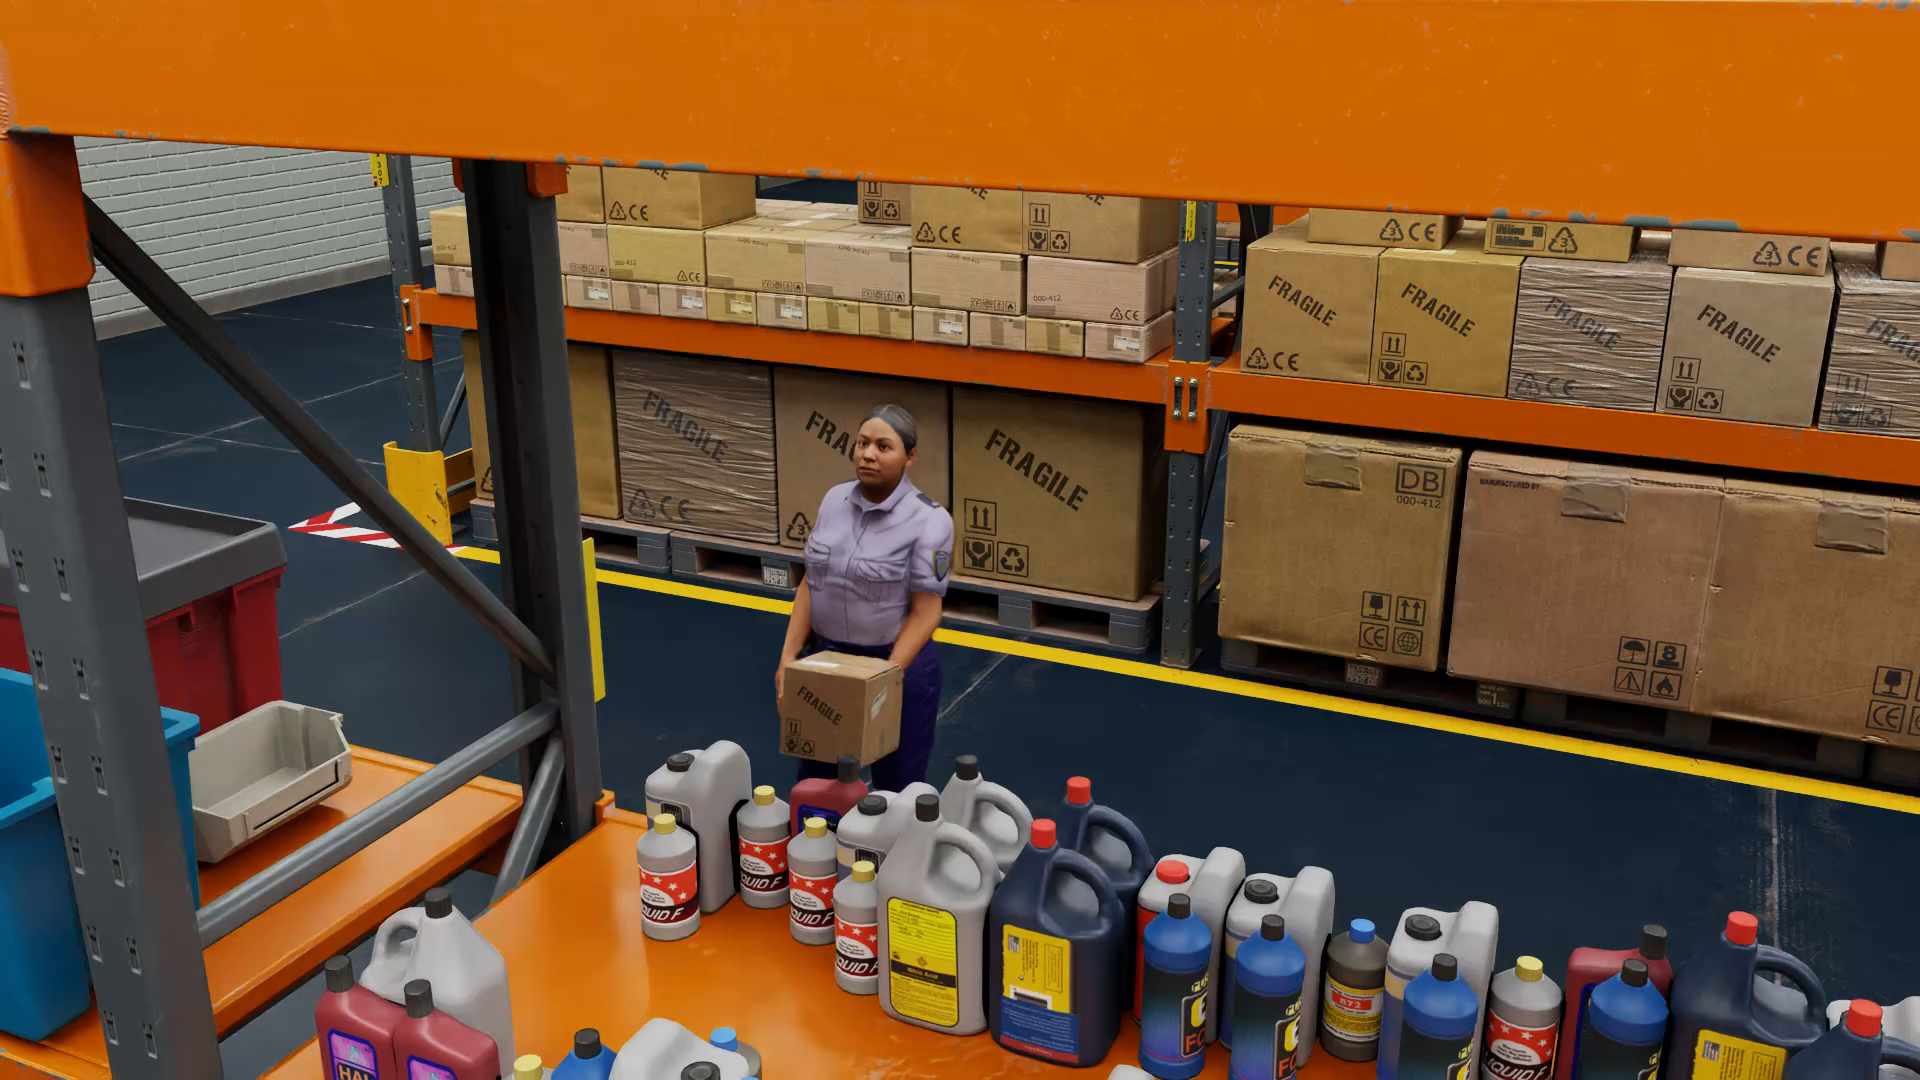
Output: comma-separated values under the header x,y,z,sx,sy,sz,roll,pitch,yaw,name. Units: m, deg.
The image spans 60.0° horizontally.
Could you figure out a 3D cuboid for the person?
x,y,z,sx,sy,sz,roll,pitch,yaw,name
-0.293,0.431,4.842,0.509,1.650,0.475,11,22,30,person
